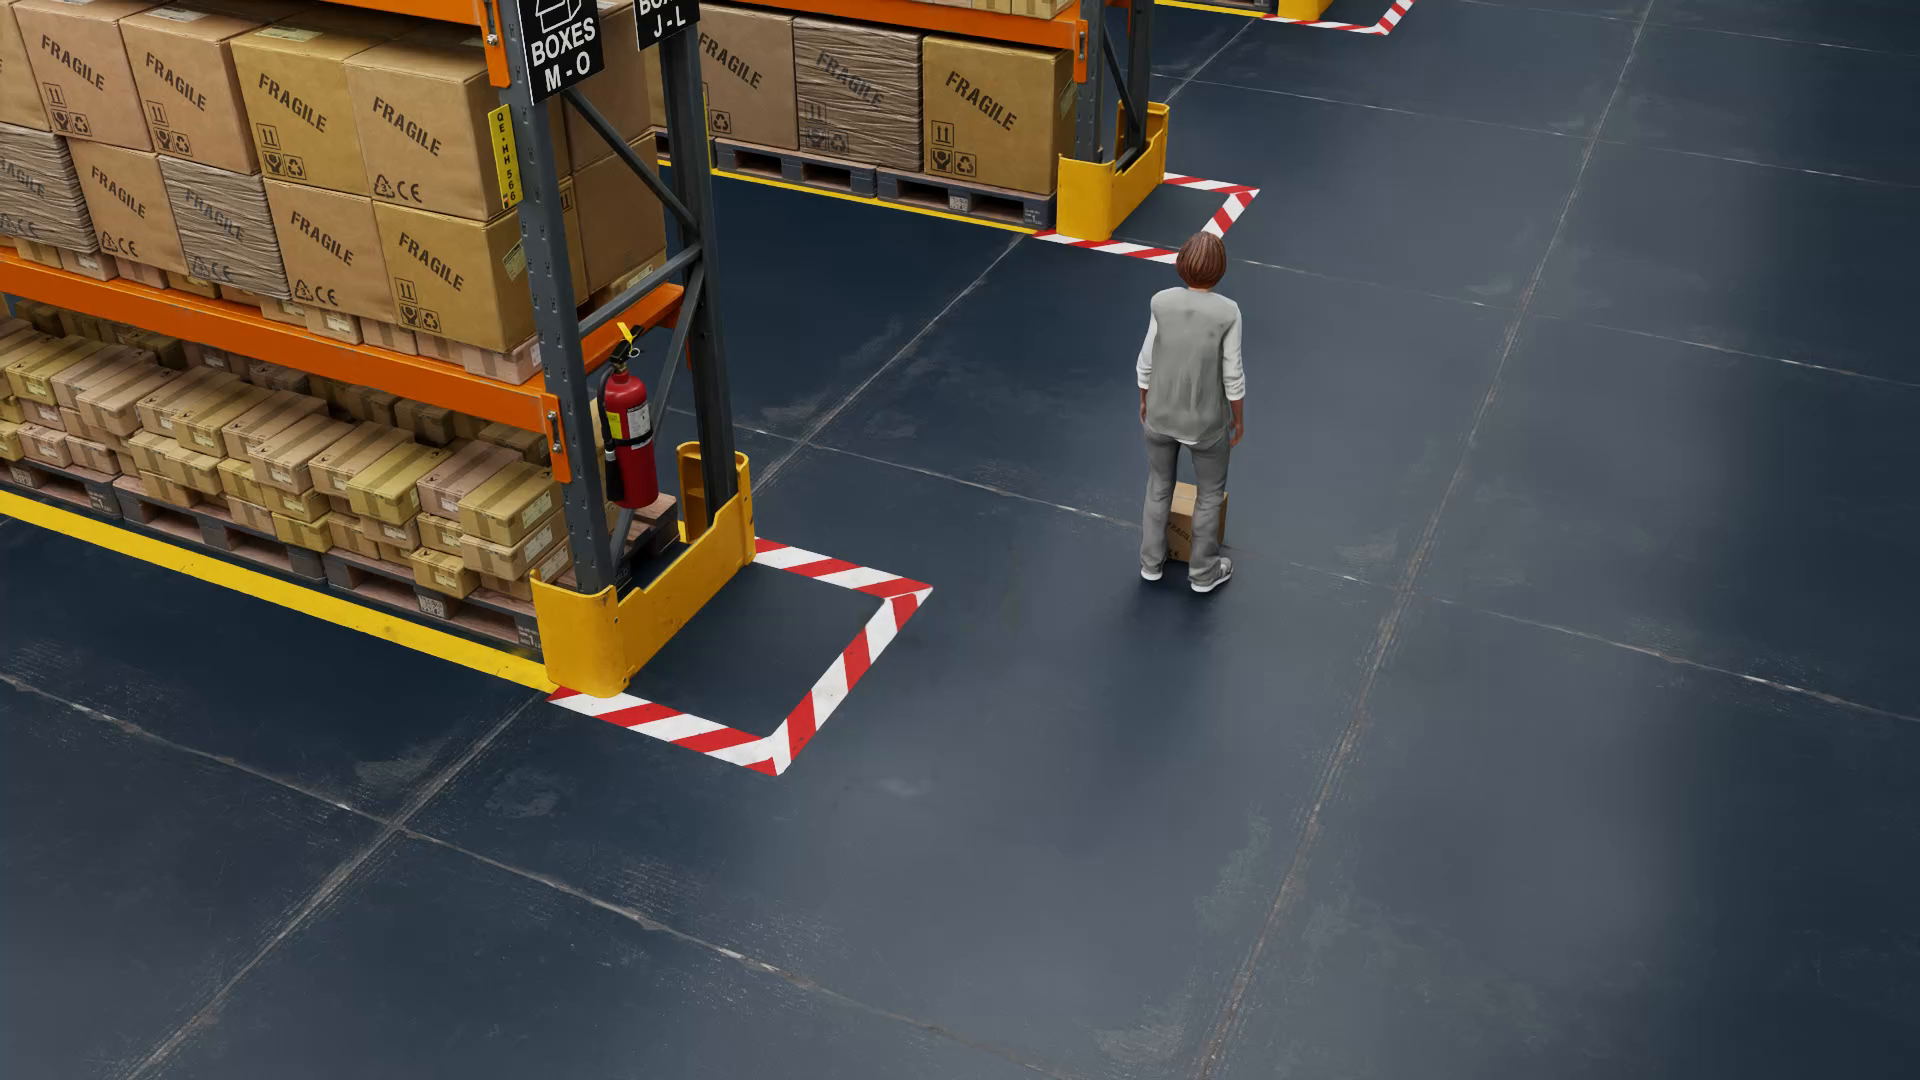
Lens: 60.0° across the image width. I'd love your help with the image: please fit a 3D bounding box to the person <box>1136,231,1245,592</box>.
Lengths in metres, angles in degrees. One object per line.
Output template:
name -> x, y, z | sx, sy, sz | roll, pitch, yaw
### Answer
person -> 0.946, -0.502, 6.891 | 0.461, 1.593, 0.343 | 15, 37, 21
